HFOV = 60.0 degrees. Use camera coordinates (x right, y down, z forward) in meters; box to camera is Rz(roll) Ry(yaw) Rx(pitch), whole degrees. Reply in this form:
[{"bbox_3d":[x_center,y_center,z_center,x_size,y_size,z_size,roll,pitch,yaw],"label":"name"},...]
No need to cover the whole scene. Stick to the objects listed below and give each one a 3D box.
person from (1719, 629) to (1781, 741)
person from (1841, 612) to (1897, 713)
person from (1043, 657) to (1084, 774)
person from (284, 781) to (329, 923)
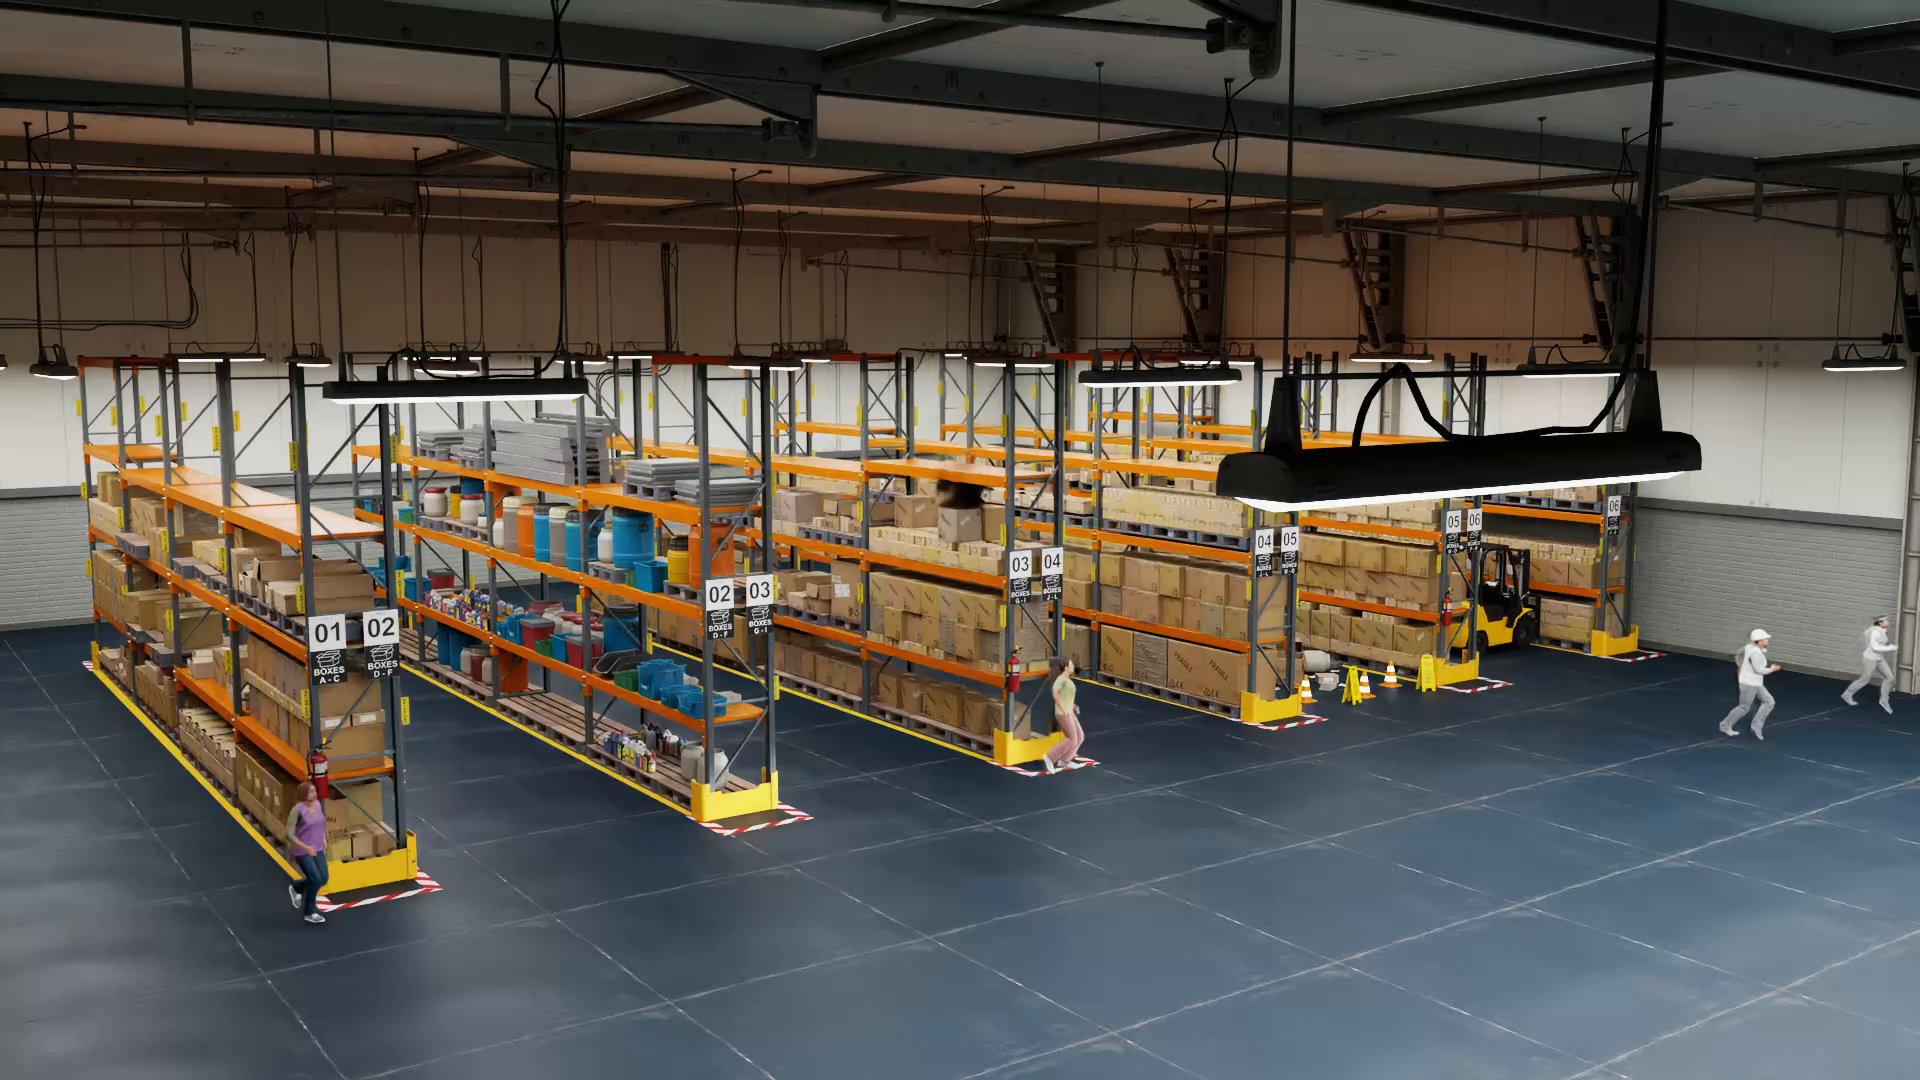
[{"bbox_3d":[12.477,2.282,26.240,0.825,1.787,0.680,3,8,24],"label":"person"},{"bbox_3d":[15.534,2.070,28.380,0.831,1.725,0.632,6,9,41],"label":"person"},{"bbox_3d":[1.483,2.469,23.619,0.577,1.627,0.594,1,7,8],"label":"person"},{"bbox_3d":[-7.127,3.378,18.095,0.566,1.555,0.570,3,7,20],"label":"person"}]
